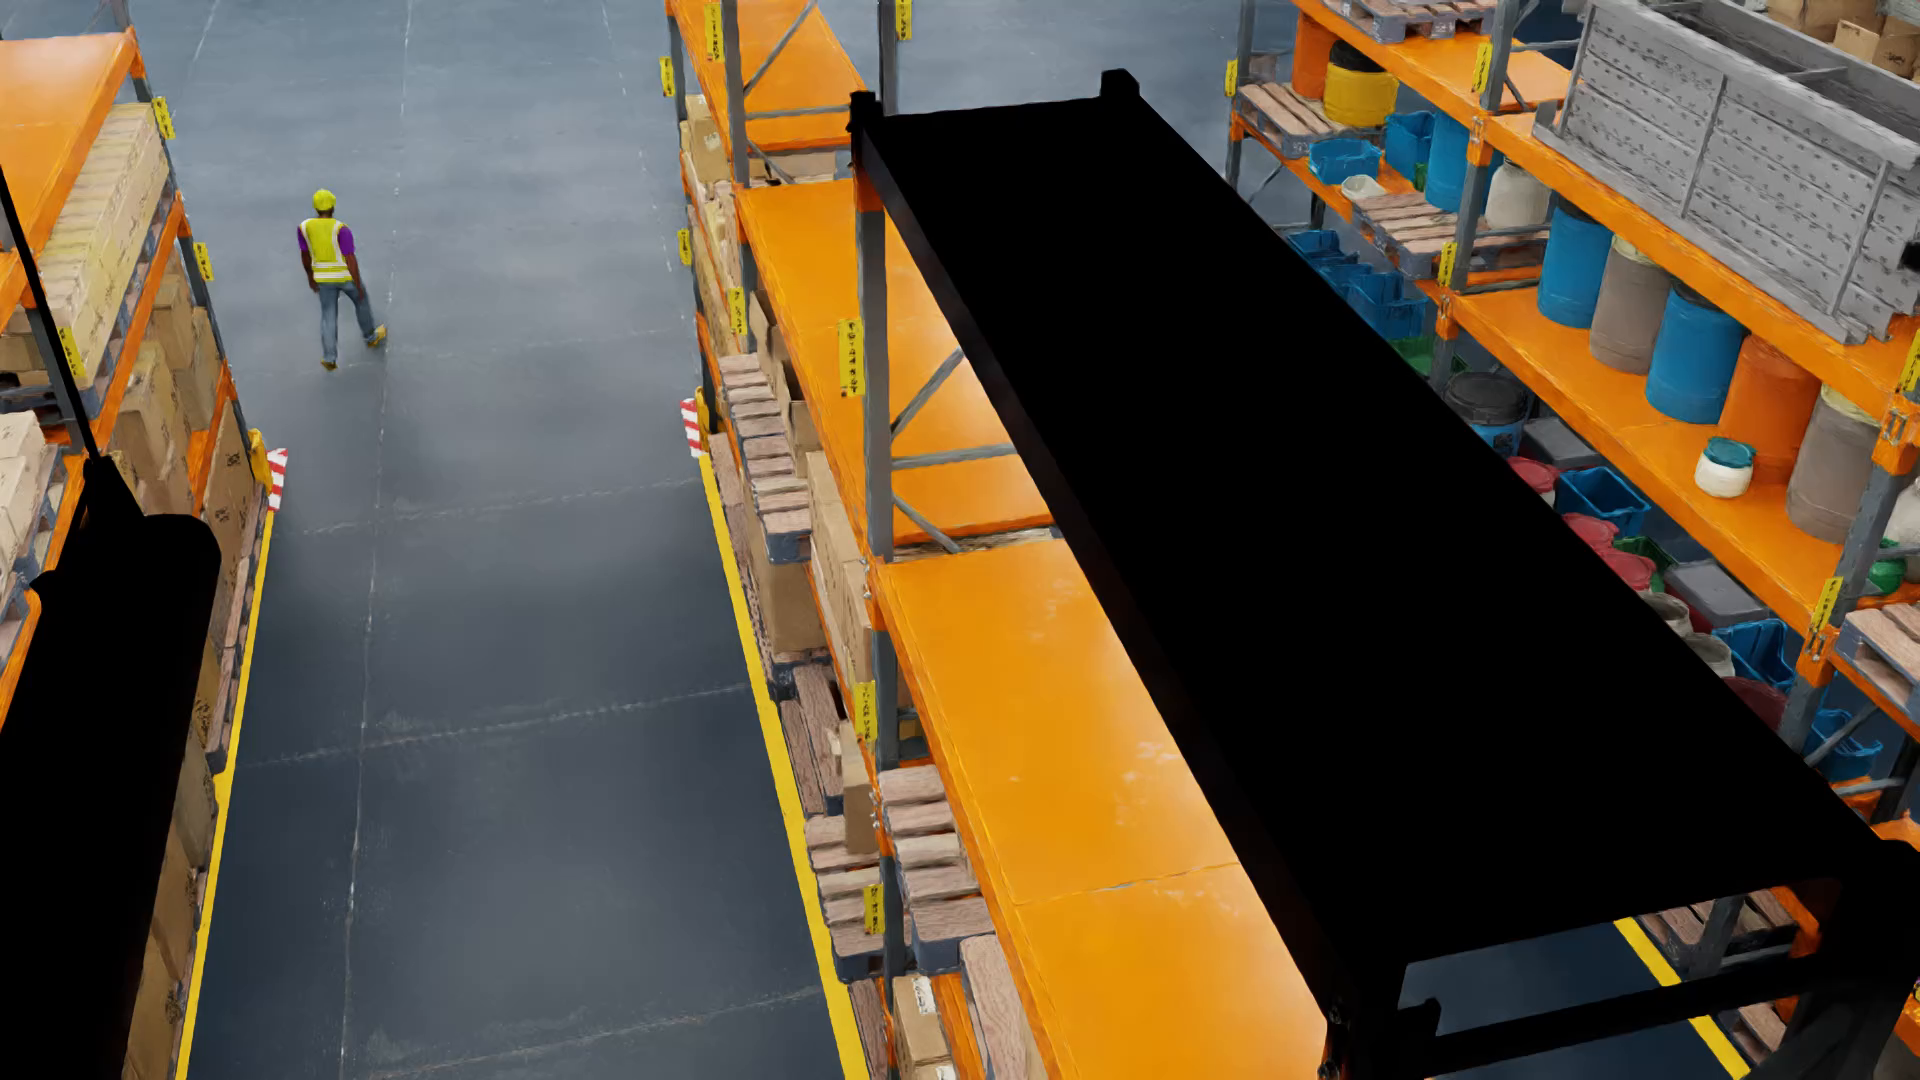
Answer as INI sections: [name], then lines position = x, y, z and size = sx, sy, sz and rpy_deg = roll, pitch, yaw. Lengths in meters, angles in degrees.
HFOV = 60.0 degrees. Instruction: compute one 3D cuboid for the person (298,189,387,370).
[person]
position = -6.149, -2.585, 16.348
size = 0.603, 1.728, 0.939
rpy_deg = 1, 34, 1
